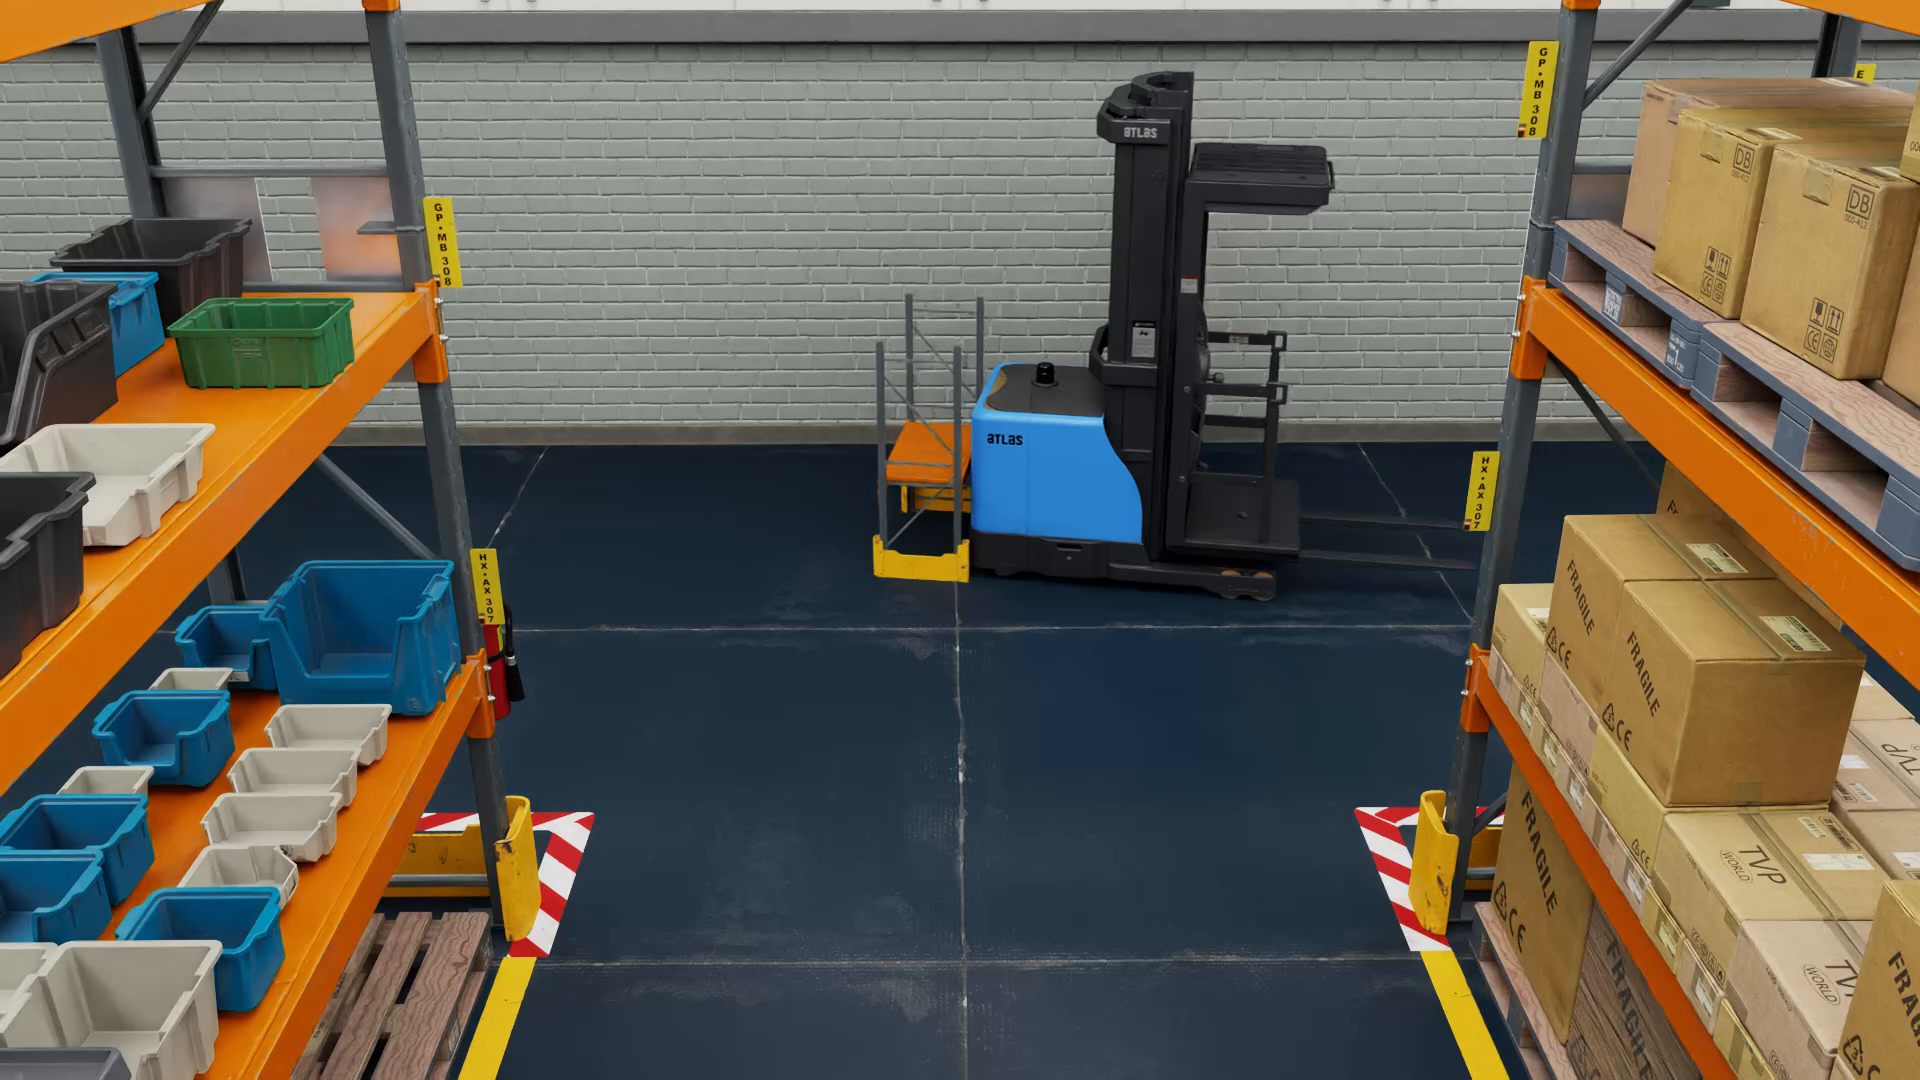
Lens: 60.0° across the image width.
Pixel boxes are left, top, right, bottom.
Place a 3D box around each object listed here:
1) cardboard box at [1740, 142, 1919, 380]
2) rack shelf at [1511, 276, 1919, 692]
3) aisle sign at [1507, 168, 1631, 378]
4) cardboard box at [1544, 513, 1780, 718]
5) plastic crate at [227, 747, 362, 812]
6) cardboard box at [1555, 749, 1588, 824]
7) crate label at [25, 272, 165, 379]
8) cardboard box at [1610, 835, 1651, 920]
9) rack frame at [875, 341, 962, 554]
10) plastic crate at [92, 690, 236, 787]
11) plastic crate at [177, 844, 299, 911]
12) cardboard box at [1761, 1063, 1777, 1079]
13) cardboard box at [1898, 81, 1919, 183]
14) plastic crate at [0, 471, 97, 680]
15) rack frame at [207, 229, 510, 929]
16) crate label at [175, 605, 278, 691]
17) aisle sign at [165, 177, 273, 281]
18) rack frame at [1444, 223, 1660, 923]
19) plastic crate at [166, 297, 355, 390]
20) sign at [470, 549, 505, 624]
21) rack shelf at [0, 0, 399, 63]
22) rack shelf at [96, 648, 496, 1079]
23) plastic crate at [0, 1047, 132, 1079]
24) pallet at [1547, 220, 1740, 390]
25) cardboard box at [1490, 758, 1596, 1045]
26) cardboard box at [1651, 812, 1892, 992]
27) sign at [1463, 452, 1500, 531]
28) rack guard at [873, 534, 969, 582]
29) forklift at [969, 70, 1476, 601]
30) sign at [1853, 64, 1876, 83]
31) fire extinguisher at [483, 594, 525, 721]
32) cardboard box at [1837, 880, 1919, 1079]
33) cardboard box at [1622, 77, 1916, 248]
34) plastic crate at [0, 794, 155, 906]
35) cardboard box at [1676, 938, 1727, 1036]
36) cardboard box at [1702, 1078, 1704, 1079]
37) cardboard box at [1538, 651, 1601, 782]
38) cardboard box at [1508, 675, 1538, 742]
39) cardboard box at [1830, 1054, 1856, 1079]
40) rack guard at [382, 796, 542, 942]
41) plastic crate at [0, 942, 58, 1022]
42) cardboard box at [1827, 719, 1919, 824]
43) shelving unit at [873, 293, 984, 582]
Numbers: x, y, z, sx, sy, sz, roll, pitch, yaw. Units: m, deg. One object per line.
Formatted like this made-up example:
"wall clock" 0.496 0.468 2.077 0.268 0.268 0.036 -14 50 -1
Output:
"cardboard box" 2.553 -0.745 4.365 0.700 0.500 0.500 -2 24 -4
"rack shelf" 2.576 0.030 4.276 1.077 0.370 4.000 0 24 -1
"aisle sign" 2.254 -0.968 6.095 0.394 0.787 0.004 0 24 -1
"cardboard box" 2.295 0.241 5.488 0.500 0.500 0.500 -1 24 -2
"plastic crate" -2.220 0.815 5.556 0.396 0.136 0.243 0 24 -1
"cardboard box" 2.240 0.826 5.589 0.380 0.149 0.250 -1 24 -1
"crate label" -2.711 -0.650 5.088 0.408 0.251 0.502 0 24 -1
"cardboard box" 2.245 1.037 5.122 0.380 0.149 0.250 -1 24 -1
"rack frame" -0.240 -0.450 9.924 0.500 1.500 0.032 3 25 7
"plastic crate" -2.718 0.691 5.713 0.416 0.233 0.300 0 24 -1
"plastic crate" -2.170 1.051 5.033 0.298 0.136 0.250 0 24 -1
"cardboard box" 2.255 1.460 4.188 0.380 0.149 0.250 0 24 0
"cardboard box" 2.566 -0.913 3.827 0.500 0.250 0.500 -1 24 -2
"plastic crate" -2.094 0.095 3.418 0.497 0.269 0.590 0 24 -1
"rack frame" -2.398 0.267 6.519 1.000 3.000 0.127 0 24 -1
"crate label" -2.725 0.419 6.313 0.416 0.233 0.303 0 24 -1
"aisle sign" -2.696 -0.946 6.046 0.394 0.787 0.004 0 24 -1
"rack frame" 2.554 0.245 6.568 1.000 3.000 0.127 0 24 -1
"plastic crate" -2.102 -0.598 5.049 0.450 0.188 0.336 0 24 -1
"sign" -1.849 0.184 6.506 0.100 0.325 0.005 0 24 -1
"rack shelf" -2.377 -1.132 3.691 1.077 0.370 4.000 0 24 -1
"rack shelf" -2.377 1.419 4.845 1.077 0.370 4.000 0 24 -1
"plastic crate" -2.114 1.490 3.665 0.402 0.464 0.583 0 24 -1
"pallet" 2.573 -0.776 5.293 1.003 0.211 1.213 0 24 -1
"cardboard box" 2.641 1.285 6.337 0.875 0.875 0.875 0 24 -1
"cardboard box" 2.315 1.013 4.691 0.500 0.250 0.500 -1 24 -2
"sign" 1.999 -0.185 6.373 0.100 0.325 0.005 0 24 -1
"rack guard" -0.238 0.112 10.199 0.587 0.250 0.087 3 25 7
"forklift" 1.620 -1.208 9.865 3.031 2.935 1.130 4 25 9
"sign" 3.097 -1.486 5.777 0.100 0.325 0.005 0 24 -1
"fire extinguisher" -1.946 0.408 6.754 0.296 0.674 0.183 0 24 -1
"cardboard box" 2.324 1.090 3.612 0.500 0.500 0.500 0 24 0
"cardboard box" 2.614 -1.190 5.349 0.700 0.500 0.500 -2 24 -4
"plastic crate" -2.711 0.962 5.113 0.416 0.233 0.300 0 24 -1
"cardboard box" 2.251 1.249 4.653 0.380 0.149 0.250 0 24 0
"cardboard box" 2.661 2.027 4.697 0.875 0.875 0.875 0 24 -1
"cardboard box" 2.302 0.591 5.624 0.500 0.250 0.500 -1 24 -1
"cardboard box" 2.232 0.613 6.060 0.380 0.149 0.250 -1 24 -1
"cardboard box" 2.323 1.432 3.765 0.500 0.250 0.500 0 24 1
"rack guard" -2.412 1.396 7.056 1.175 0.500 0.348 0 24 -1
"plastic crate" -2.674 1.292 4.500 0.293 0.136 0.466 0 24 -1
"cardboard box" 2.836 0.795 5.173 0.500 0.250 0.500 -1 24 -2
"shelving unit" -0.168 -0.661 10.391 0.587 1.500 1.083 3 25 7
